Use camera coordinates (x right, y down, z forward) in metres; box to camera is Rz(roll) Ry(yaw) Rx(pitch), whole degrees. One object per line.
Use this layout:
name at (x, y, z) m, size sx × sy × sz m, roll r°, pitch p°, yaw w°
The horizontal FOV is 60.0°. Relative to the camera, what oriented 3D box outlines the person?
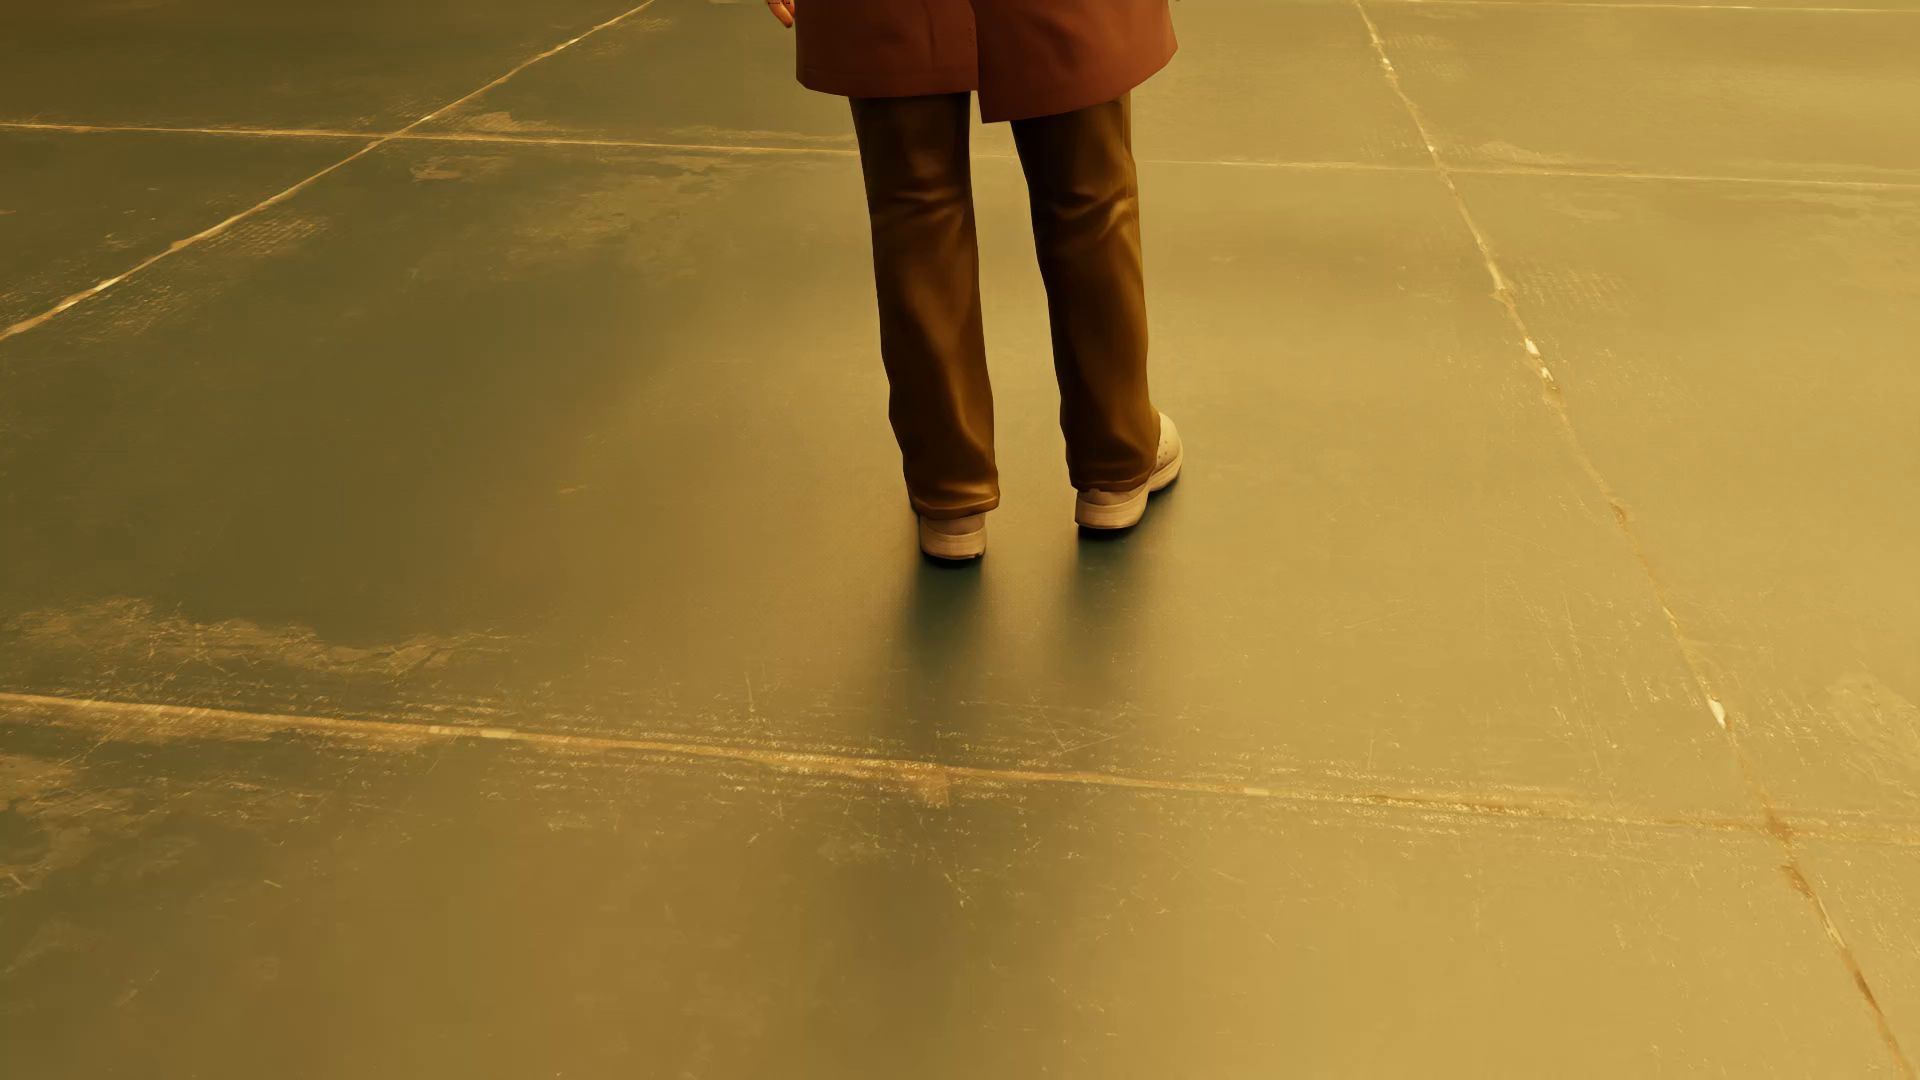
person at (0.016, -0.842, 2.181) m, size 0.696 × 1.778 × 0.579 m, roll 3°, pitch 27°, yaw 7°
